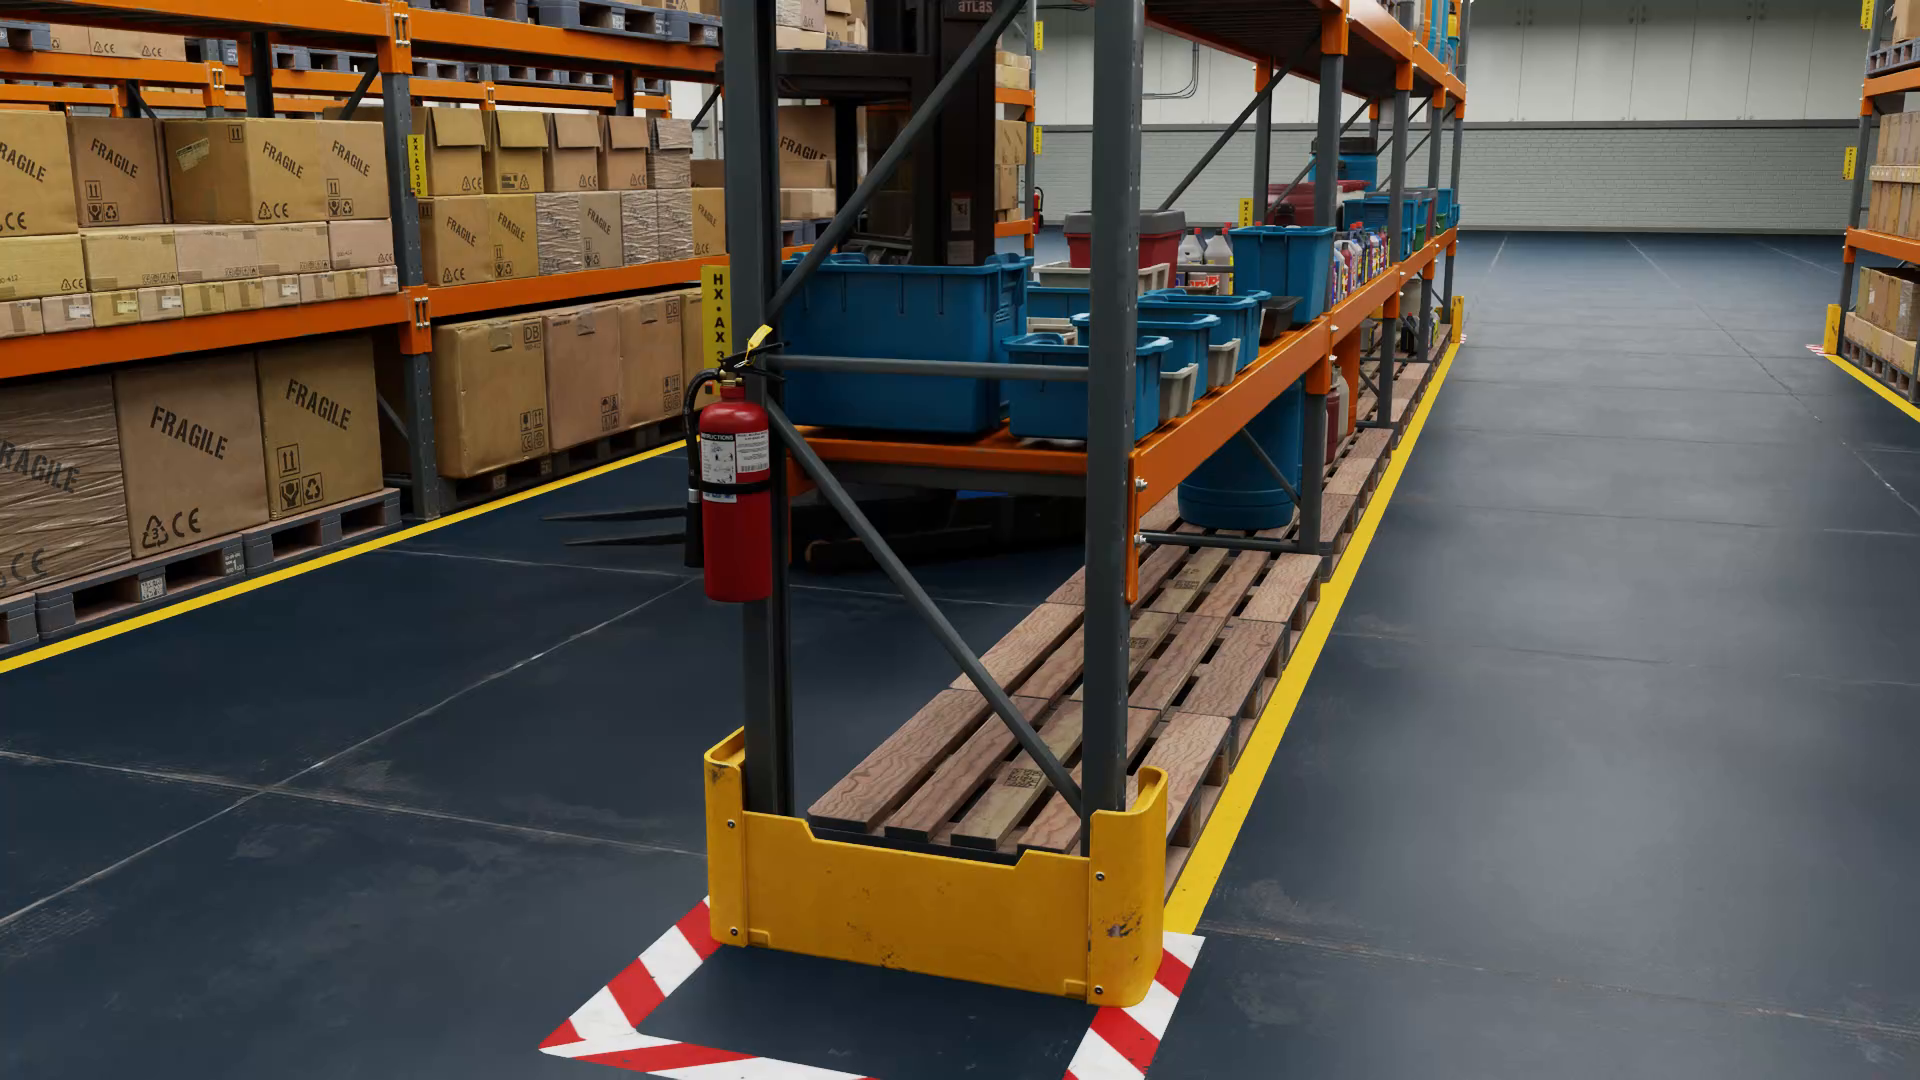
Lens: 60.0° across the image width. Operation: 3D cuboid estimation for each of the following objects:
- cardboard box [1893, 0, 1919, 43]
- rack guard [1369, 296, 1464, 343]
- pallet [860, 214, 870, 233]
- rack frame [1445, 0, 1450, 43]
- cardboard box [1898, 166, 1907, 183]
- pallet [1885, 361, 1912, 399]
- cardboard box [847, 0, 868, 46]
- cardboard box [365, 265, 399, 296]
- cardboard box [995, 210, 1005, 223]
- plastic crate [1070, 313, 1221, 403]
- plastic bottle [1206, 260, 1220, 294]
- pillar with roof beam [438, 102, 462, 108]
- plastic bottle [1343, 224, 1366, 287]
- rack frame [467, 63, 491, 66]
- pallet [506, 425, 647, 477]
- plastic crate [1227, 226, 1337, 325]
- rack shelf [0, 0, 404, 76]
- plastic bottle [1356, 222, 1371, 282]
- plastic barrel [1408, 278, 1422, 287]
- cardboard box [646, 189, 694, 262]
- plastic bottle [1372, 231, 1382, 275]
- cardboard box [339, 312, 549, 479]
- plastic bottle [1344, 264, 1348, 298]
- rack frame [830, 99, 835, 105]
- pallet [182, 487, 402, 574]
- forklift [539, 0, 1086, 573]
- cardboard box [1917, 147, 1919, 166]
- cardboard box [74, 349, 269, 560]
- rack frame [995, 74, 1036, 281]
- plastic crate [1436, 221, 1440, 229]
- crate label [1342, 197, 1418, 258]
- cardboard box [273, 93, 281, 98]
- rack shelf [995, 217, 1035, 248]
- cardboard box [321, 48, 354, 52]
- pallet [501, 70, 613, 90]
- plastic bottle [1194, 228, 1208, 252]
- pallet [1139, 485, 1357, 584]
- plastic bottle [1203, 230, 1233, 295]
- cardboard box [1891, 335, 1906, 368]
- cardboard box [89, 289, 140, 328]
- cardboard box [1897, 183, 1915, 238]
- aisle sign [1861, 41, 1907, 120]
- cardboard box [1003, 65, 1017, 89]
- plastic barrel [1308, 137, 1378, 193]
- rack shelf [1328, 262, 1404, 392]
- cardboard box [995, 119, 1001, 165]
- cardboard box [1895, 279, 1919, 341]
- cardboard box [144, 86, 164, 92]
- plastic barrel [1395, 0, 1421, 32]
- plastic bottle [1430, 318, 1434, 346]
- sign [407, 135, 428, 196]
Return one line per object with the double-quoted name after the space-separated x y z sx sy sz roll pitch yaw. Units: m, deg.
8.991 -4.875 15.382 0.500 0.500 0.500 4 14 18 "cardboard box"
5.122 -2.540 18.994 1.175 0.500 0.348 4 14 18 "rack guard"
-1.264 -3.049 16.036 1.003 0.211 1.213 4 14 18 "pallet"
3.808 -5.861 14.444 1.000 3.000 0.127 4 14 18 "rack frame"
8.959 -3.395 15.440 0.380 0.149 0.250 4 14 19 "cardboard box"
8.790 -1.384 14.576 1.003 0.211 1.213 4 14 18 "pallet"
-1.125 -4.918 15.879 0.797 0.503 0.637 4 13 16 "cardboard box"
-3.256 -1.398 8.937 0.380 0.149 0.250 4 14 19 "cardboard box"
0.309 -3.777 19.360 0.380 0.149 0.250 4 14 18 "cardboard box"
0.529 -0.524 4.785 0.416 0.233 0.300 4 14 18 "plastic crate"
1.283 -1.333 8.534 0.097 0.201 0.097 0 13 0 "plastic bottle"
-6.782 -10.265 33.738 9.100 9.000 0.400 4 14 18 "pillar with roof beam"
2.222 -1.616 9.437 0.144 0.351 0.185 4 14 18 "plastic bottle"
-5.539 -6.596 17.664 1.000 3.000 0.127 4 14 18 "rack frame"
-2.896 -0.675 11.469 1.003 0.211 1.213 4 14 18 "pallet"
1.391 -1.150 7.188 0.392 0.384 0.575 4 14 18 "plastic crate"
-4.115 -2.299 7.195 1.077 0.370 4.000 4 14 18 "rack shelf"
2.325 -1.683 9.731 0.144 0.351 0.185 4 14 18 "plastic bottle"
4.961 -2.626 18.400 0.421 0.512 0.421 0 13 0 "plastic barrel"
-2.265 -2.273 11.981 0.500 0.500 0.500 4 14 18 "cardboard box"
2.594 -1.803 10.435 0.097 0.271 0.097 0 13 0 "plastic bottle"
-3.279 -0.913 10.080 1.225 0.875 0.875 4 14 19 "cardboard box"
1.974 -1.365 8.676 0.097 0.201 0.097 0 13 0 "plastic bottle"
-0.879 -3.293 16.674 1.000 3.000 0.127 4 14 18 "rack frame"
-3.788 -0.094 8.927 1.003 0.211 1.213 4 14 18 "pallet"
-0.633 -1.396 8.518 3.031 2.935 1.130 -6 14 -24 "forklift"
8.956 -3.566 14.729 0.700 0.500 0.500 4 14 18 "cardboard box"
-4.048 -0.455 8.070 0.875 0.875 0.875 4 14 18 "cardboard box"
0.415 -4.135 20.364 1.000 3.000 0.127 4 14 18 "rack frame"
4.097 -3.007 15.561 0.767 0.338 0.504 4 14 18 "plastic crate"
3.091 -2.301 12.249 0.502 0.435 0.616 4 14 18 "crate label"
-9.161 -5.880 21.835 0.380 0.149 0.250 4 14 18 "cardboard box"
-0.232 -3.363 18.599 1.077 0.370 4.000 4 14 18 "rack shelf"
-5.898 -4.959 16.263 0.500 0.311 0.500 4 13 16 "cardboard box"
-4.868 -5.518 19.881 1.003 0.211 1.213 4 14 18 "pallet"
1.267 -1.484 8.858 0.144 0.351 0.185 4 14 18 "plastic bottle"
1.508 -0.052 8.740 1.003 0.211 1.213 4 14 18 "pallet"
1.343 -1.434 8.642 0.144 0.351 0.185 4 14 18 "plastic bottle"
8.608 -1.661 14.759 0.500 0.250 0.500 4 14 18 "cardboard box"
-3.838 -1.019 7.274 0.380 0.149 0.250 4 13 17 "cardboard box"
9.126 -3.046 15.368 0.700 0.500 0.500 5 14 20 "cardboard box"
9.519 -4.724 17.103 0.394 0.787 0.004 4 14 18 "aisle sign"
0.341 -5.299 19.060 0.500 0.250 0.500 4 14 19 "cardboard box"
3.396 -3.121 14.795 0.600 0.901 0.708 4 14 18 "plastic barrel"
1.866 -1.322 9.656 1.077 0.370 4.000 4 14 18 "rack shelf"
0.151 -4.472 18.699 0.500 0.500 0.500 4 14 18 "cardboard box"
8.609 -2.026 14.675 0.500 0.500 0.500 4 14 18 "cardboard box"
-9.783 -5.445 19.927 0.380 0.149 0.250 4 14 18 "cardboard box"
2.904 -3.654 11.265 0.421 0.512 0.421 0 13 0 "plastic barrel"
4.522 -2.039 16.145 0.144 0.351 0.185 4 13 16 "plastic bottle"
-2.942 -2.029 9.015 0.100 0.325 0.005 4 14 18 "sign"
